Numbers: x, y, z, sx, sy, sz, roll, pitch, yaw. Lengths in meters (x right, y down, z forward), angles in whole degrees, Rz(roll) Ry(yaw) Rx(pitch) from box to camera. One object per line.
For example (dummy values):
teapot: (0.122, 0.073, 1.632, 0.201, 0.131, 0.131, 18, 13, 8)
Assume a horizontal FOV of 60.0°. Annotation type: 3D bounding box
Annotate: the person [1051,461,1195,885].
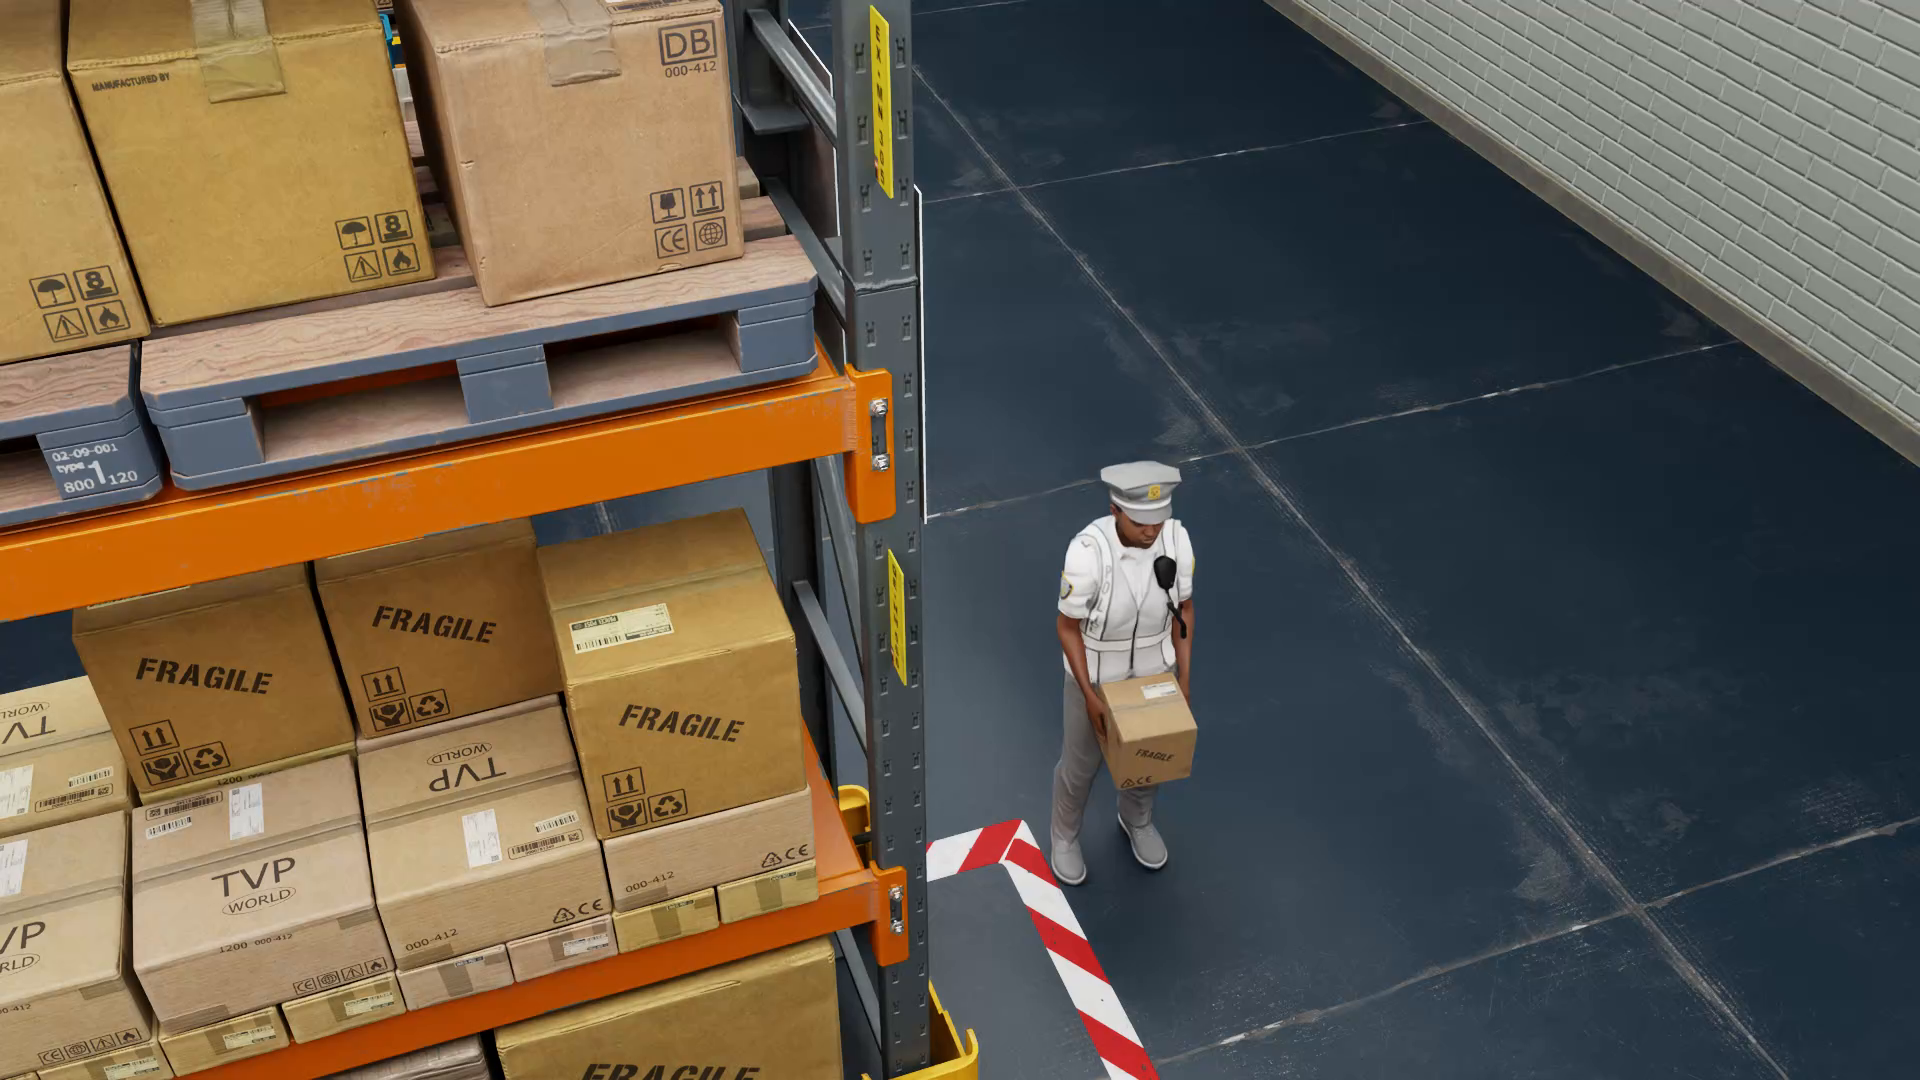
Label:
person: (0.550, 0.453, 5.551, 0.479, 1.684, 0.429, -9, 39, -11)
